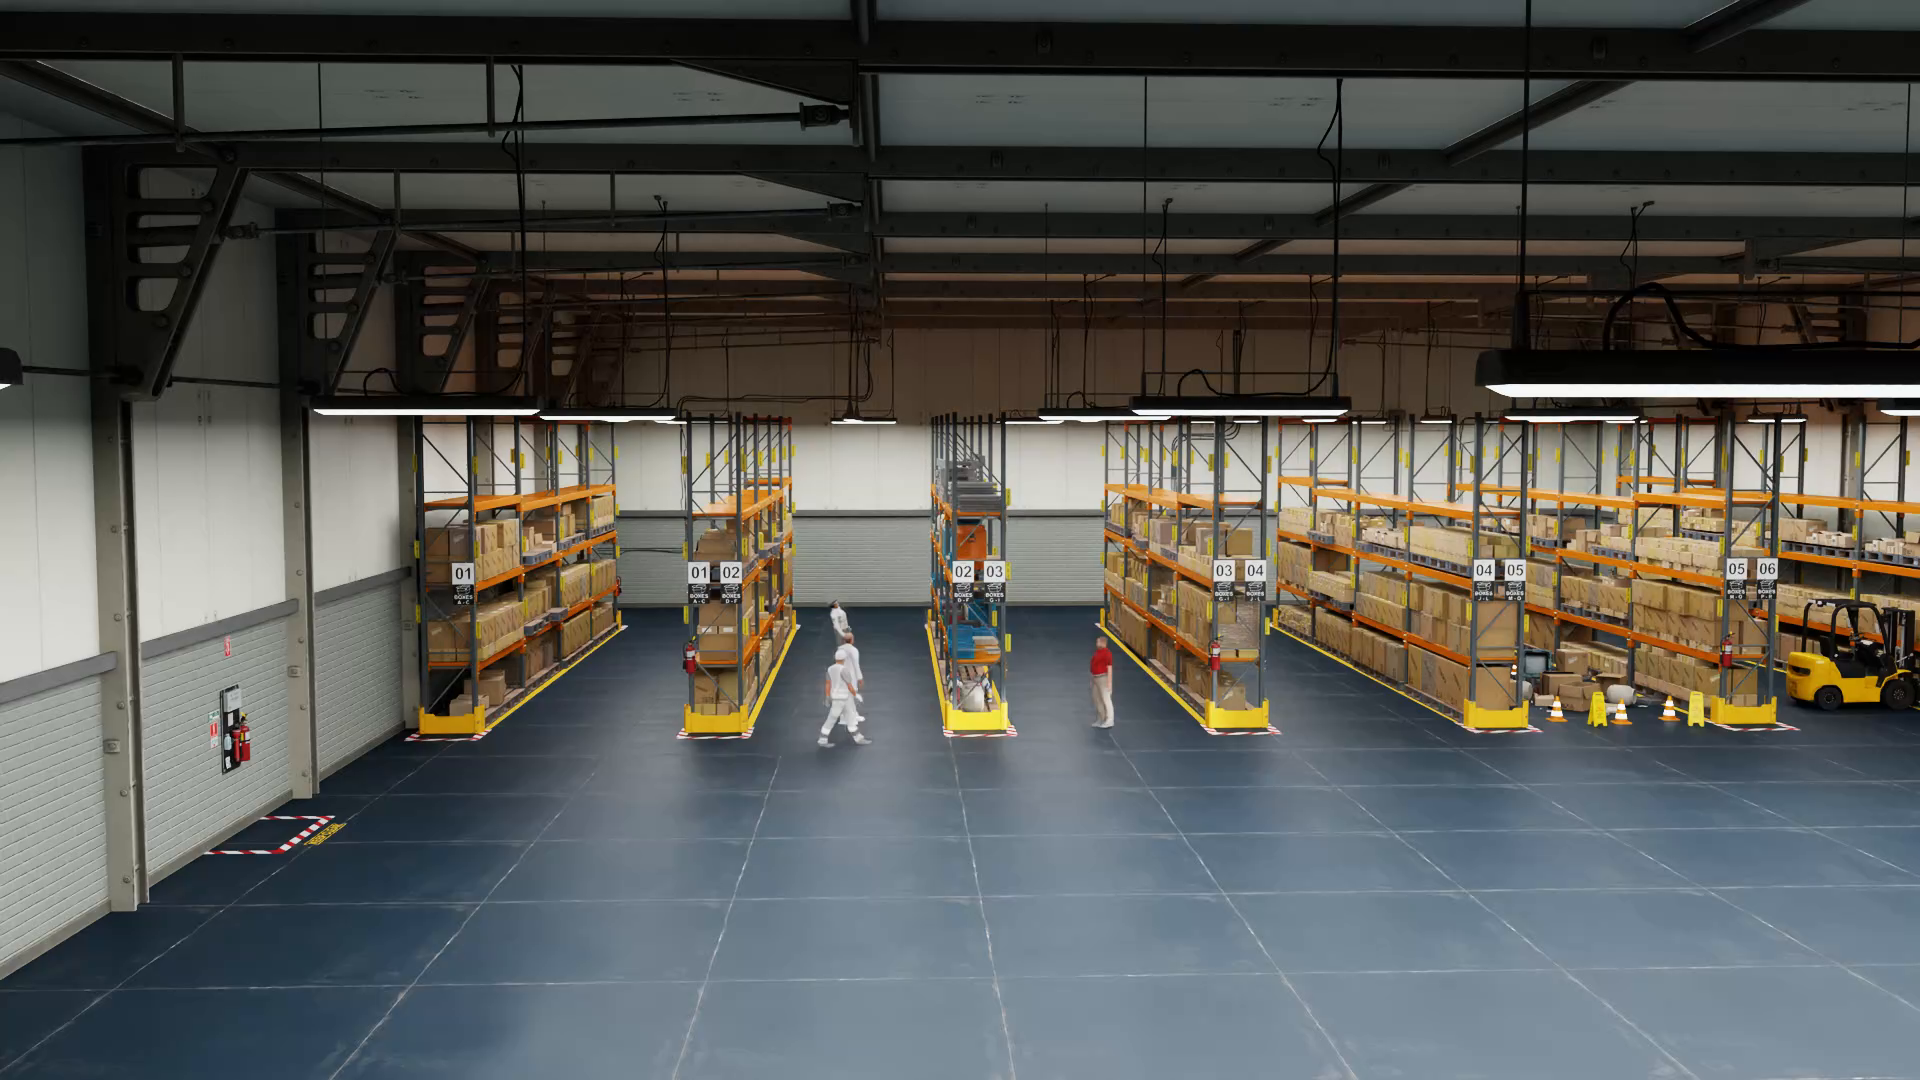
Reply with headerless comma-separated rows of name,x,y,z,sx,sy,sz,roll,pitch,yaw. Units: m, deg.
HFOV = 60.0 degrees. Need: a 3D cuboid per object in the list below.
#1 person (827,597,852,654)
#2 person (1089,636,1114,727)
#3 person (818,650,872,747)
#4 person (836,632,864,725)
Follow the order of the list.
person,-2.867,2.204,39.828,0.484,1.708,0.674,2,4,22
person,2.699,2.715,31.700,0.409,1.768,0.671,-2,4,-27
person,-2.031,2.803,29.489,0.990,1.736,0.496,-1,4,-11
person,-2.051,2.658,32.032,0.616,1.776,0.630,-2,4,-24
